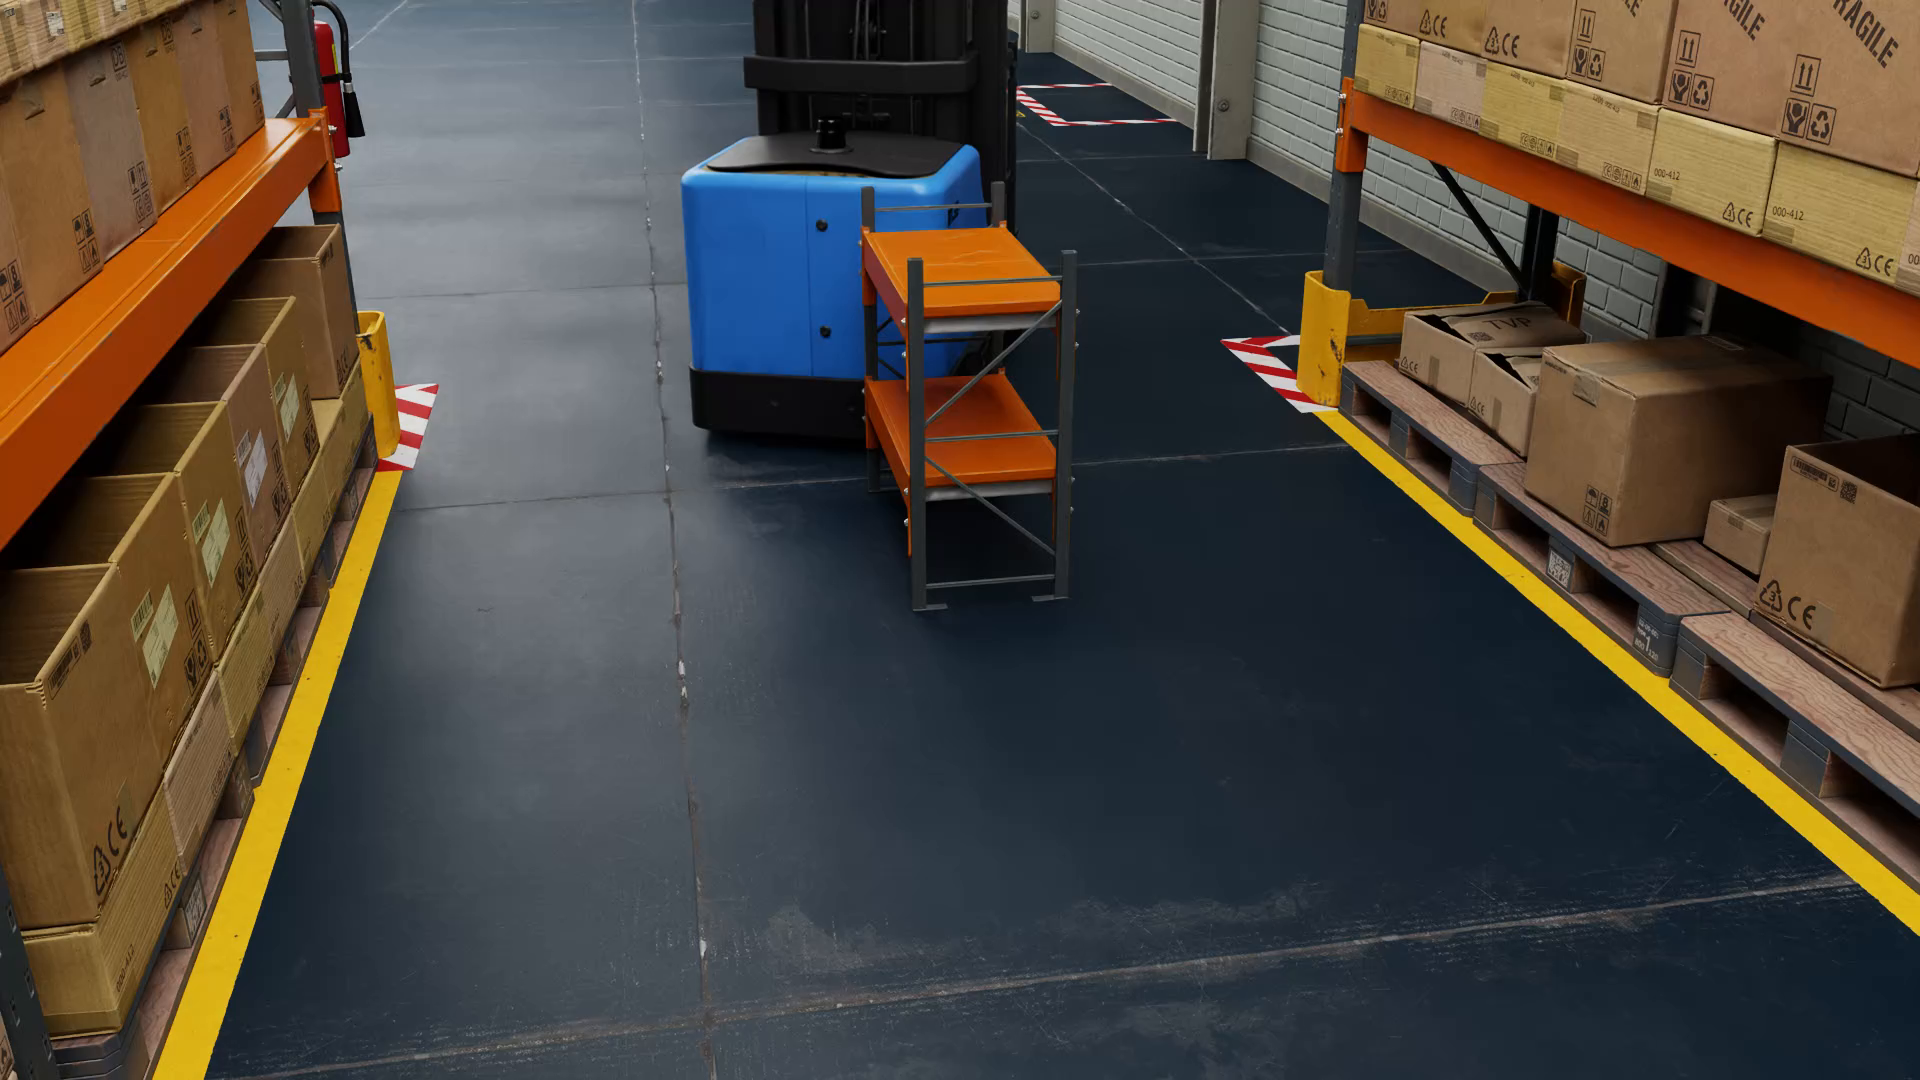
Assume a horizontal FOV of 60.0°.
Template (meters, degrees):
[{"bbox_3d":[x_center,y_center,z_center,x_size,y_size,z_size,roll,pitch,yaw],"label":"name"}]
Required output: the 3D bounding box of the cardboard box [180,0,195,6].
[{"bbox_3d":[-2.412,-1.611,4.754,0.380,0.149,0.250,-4,24,-9],"label":"cardboard box"}]

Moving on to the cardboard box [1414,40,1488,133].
[{"bbox_3d":[1.944,-1.596,5.819,0.500,0.250,0.500,-5,24,-11],"label":"cardboard box"}]

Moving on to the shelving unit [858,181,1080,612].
[{"bbox_3d":[0.001,-0.513,5.519,0.538,1.125,1.048,-4,24,-10],"label":"shelving unit"}]

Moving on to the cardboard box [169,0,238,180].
[{"bbox_3d":[-2.636,-1.361,4.994,0.700,0.500,0.500,-4,24,-8],"label":"cardboard box"}]

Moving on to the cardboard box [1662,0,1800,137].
[{"bbox_3d":[2.224,-1.343,4.302,0.500,0.500,0.500,-5,24,-11],"label":"cardboard box"}]

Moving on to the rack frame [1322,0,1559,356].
[{"bbox_3d":[2.056,-2.074,6.752,1.000,3.000,0.127,-4,24,-10],"label":"rack frame"}]

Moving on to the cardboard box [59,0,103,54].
[{"bbox_3d":[-2.221,-1.205,3.826,0.380,0.149,0.250,-4,24,-10],"label":"cardboard box"}]

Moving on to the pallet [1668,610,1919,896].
[{"bbox_3d":[2.637,0.515,4.306,1.003,0.211,1.213,-4,24,-10],"label":"pallet"}]

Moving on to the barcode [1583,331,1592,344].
[{"bbox_3d":[2.492,-0.792,6.613,0.001,0.075,0.075,-4,24,-10],"label":"barcode"}]

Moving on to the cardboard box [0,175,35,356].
[{"bbox_3d":[-2.264,-0.560,3.159,0.700,0.500,0.500,-5,24,-10],"label":"cardboard box"}]

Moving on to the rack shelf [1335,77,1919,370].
[{"bbox_3d":[2.426,-0.958,5.094,1.077,0.370,4.000,-4,24,-10],"label":"rack shelf"}]

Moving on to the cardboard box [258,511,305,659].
[{"bbox_3d":[-2.133,0.140,4.593,0.500,0.250,0.500,-4,24,-10],"label":"cardboard box"}]

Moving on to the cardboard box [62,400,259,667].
[{"bbox_3d":[-2.035,-0.008,3.994,0.500,0.500,0.500,-4,24,-10],"label":"cardboard box"}]

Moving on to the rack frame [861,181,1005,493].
[{"bbox_3d":[-0.093,-0.713,5.977,0.500,1.125,0.032,-4,24,-10],"label":"rack frame"}]

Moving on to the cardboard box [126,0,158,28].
[{"bbox_3d":[-2.313,-1.404,4.281,0.380,0.149,0.250,-4,24,-8],"label":"cardboard box"}]

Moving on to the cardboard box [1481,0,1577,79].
[{"bbox_3d":[2.020,-1.750,5.233,0.500,0.500,0.500,-5,24,-11],"label":"cardboard box"}]

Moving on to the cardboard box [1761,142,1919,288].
[{"bbox_3d":[2.326,-0.802,4.001,0.500,0.250,0.500,-4,24,-10],"label":"cardboard box"}]

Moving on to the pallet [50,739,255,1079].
[{"bbox_3d":[-2.178,0.829,3.588,1.003,0.211,1.213,-4,24,-10],"label":"pallet"}]

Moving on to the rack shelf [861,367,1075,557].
[{"bbox_3d":[0.001,-0.289,5.617,0.538,0.278,1.000,-4,24,-10],"label":"rack shelf"}]

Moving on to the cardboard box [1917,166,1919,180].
[{"bbox_3d":[2.404,-0.948,3.398,0.500,0.500,0.500,-4,24,-10],"label":"cardboard box"}]

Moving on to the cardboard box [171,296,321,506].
[{"bbox_3d":[-2.221,-0.401,4.894,0.500,0.500,0.500,-4,24,-10],"label":"cardboard box"}]

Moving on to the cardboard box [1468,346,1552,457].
[{"bbox_3d":[2.201,-0.541,6.050,0.500,0.311,0.500,-2,24,-5],"label":"cardboard box"}]

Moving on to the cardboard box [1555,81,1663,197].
[{"bbox_3d":[2.124,-1.196,4.904,0.500,0.250,0.500,-4,24,-9],"label":"cardboard box"}]

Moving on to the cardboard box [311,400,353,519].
[{"bbox_3d":[-2.318,-0.254,5.494,0.500,0.250,0.500,-4,24,-10],"label":"cardboard box"}]

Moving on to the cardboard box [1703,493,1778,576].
[{"bbox_3d":[2.520,-0.027,5.076,0.380,0.149,0.250,-6,24,-14],"label":"cardboard box"}]

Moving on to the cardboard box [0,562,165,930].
[{"bbox_3d":[-1.850,0.386,3.093,0.500,0.500,0.500,-4,24,-10],"label":"cardboard box"}]

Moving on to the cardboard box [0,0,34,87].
[{"bbox_3d":[-2.121,-0.998,3.351,0.380,0.149,0.250,-5,24,-12],"label":"cardboard box"}]

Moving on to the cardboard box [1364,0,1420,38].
[{"bbox_3d":[1.849,-2.148,6.147,0.500,0.500,0.500,-4,24,-10],"label":"cardboard box"}]

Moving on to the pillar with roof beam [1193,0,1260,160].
[{"bbox_3d":[-2.305,-6.654,9.741,9.100,9.000,0.400,-4,24,-10],"label":"pillar with roof beam"}]

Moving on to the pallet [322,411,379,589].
[{"bbox_3d":[-2.629,-0.131,5.785,1.003,0.211,1.213,-4,24,-10],"label":"pallet"}]

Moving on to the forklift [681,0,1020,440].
[{"bbox_3d":[-0.295,-2.277,7.302,1.130,2.935,3.031,4,24,10],"label":"forklift"}]

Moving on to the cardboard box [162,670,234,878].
[{"bbox_3d":[-1.947,0.533,3.693,0.500,0.250,0.500,-4,24,-10],"label":"cardboard box"}]

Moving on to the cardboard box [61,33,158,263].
[{"bbox_3d":[-2.449,-0.959,4.072,0.700,0.500,0.500,-4,24,-8],"label":"cardboard box"}]

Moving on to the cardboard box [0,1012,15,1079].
[{"bbox_3d":[-1.715,0.816,2.344,0.500,0.311,0.500,-4,24,-10],"label":"cardboard box"}]

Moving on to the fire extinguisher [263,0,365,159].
[{"bbox_3d":[-2.377,-1.752,6.109,0.296,0.674,0.183,-4,24,-10],"label":"fire extinguisher"}]

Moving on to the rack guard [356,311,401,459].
[{"bbox_3d":[-2.816,-0.570,6.431,1.175,0.500,0.348,-4,24,-10],"label":"rack guard"}]
